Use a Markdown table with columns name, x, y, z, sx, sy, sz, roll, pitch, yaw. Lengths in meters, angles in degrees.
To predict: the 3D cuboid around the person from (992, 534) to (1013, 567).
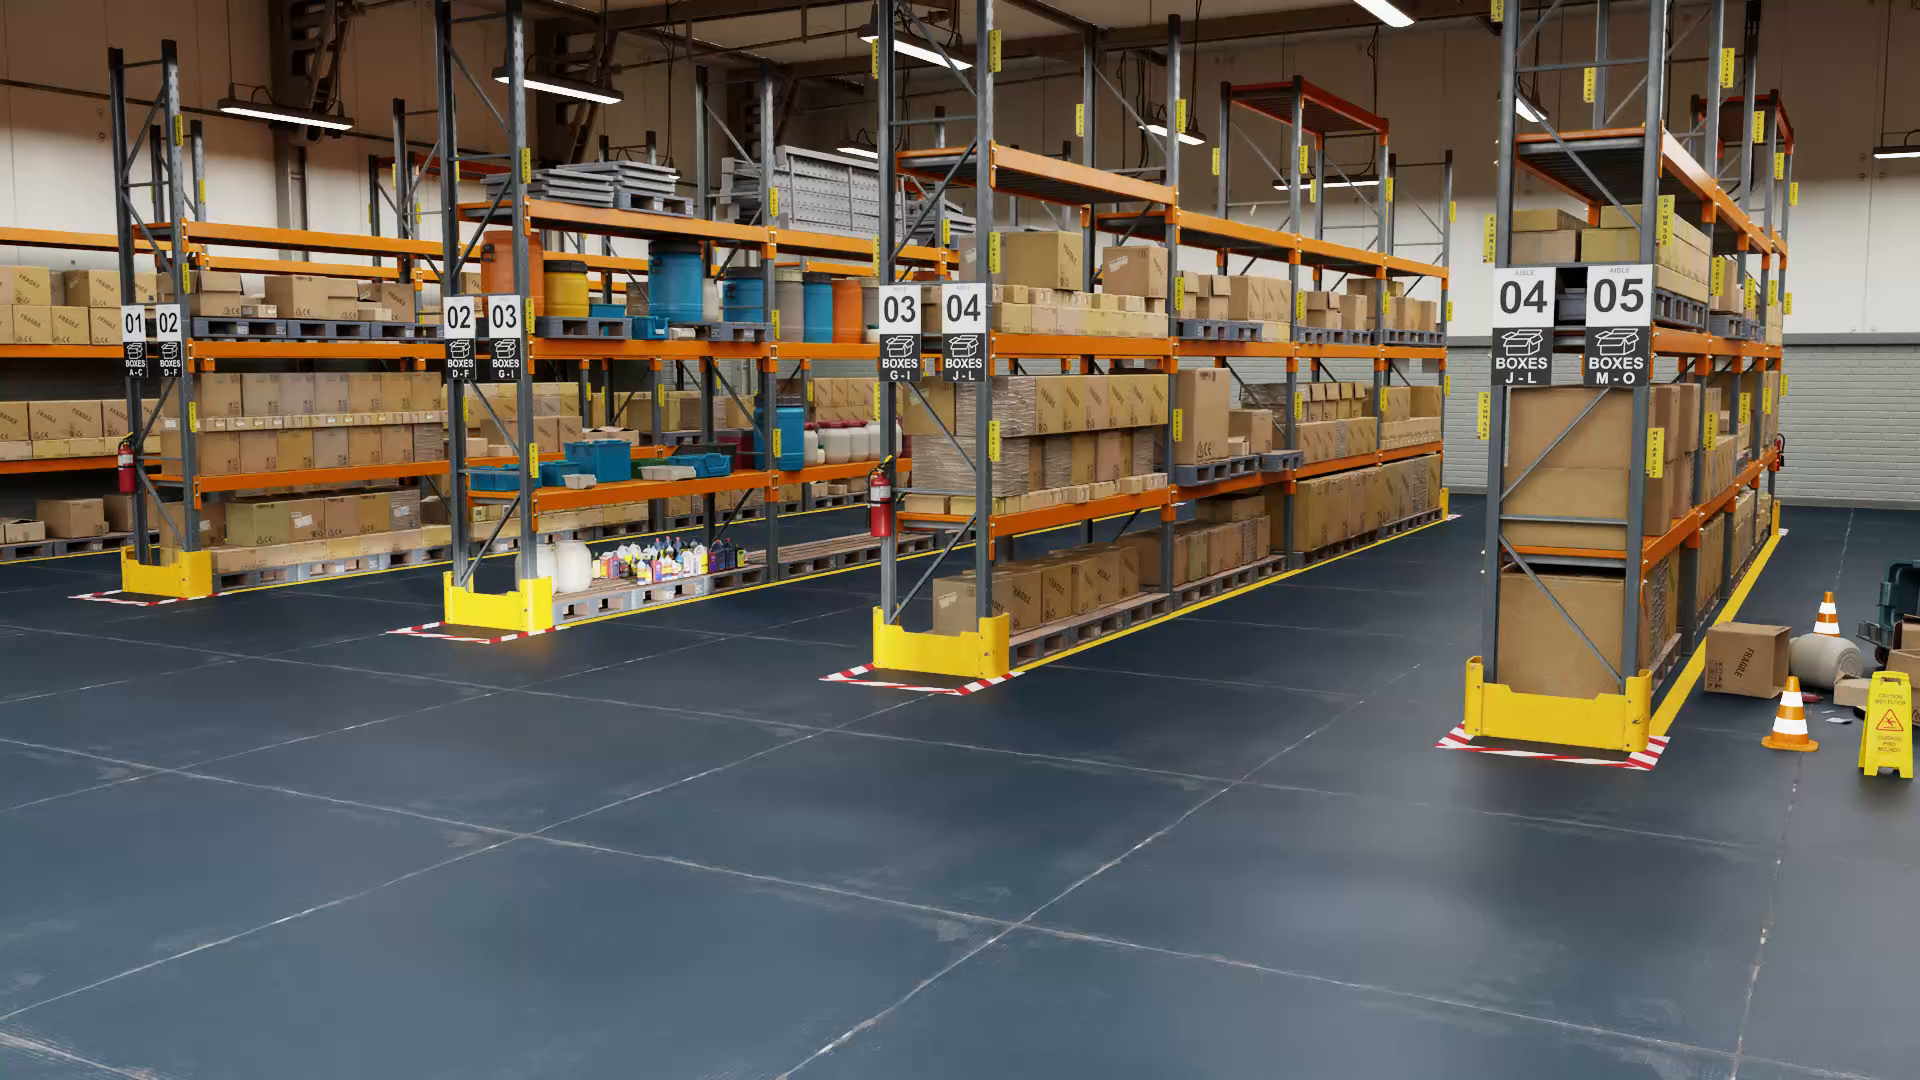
| name | x | y | z | sx | sy | sz | roll | pitch | yaw |
| --- | --- | --- | --- | --- | --- | --- | --- | --- | --- |
| person | 0.441 | -0.173 | 18.029 | 0.460 | 1.653 | 0.500 | 5 | 8 | 38 |
